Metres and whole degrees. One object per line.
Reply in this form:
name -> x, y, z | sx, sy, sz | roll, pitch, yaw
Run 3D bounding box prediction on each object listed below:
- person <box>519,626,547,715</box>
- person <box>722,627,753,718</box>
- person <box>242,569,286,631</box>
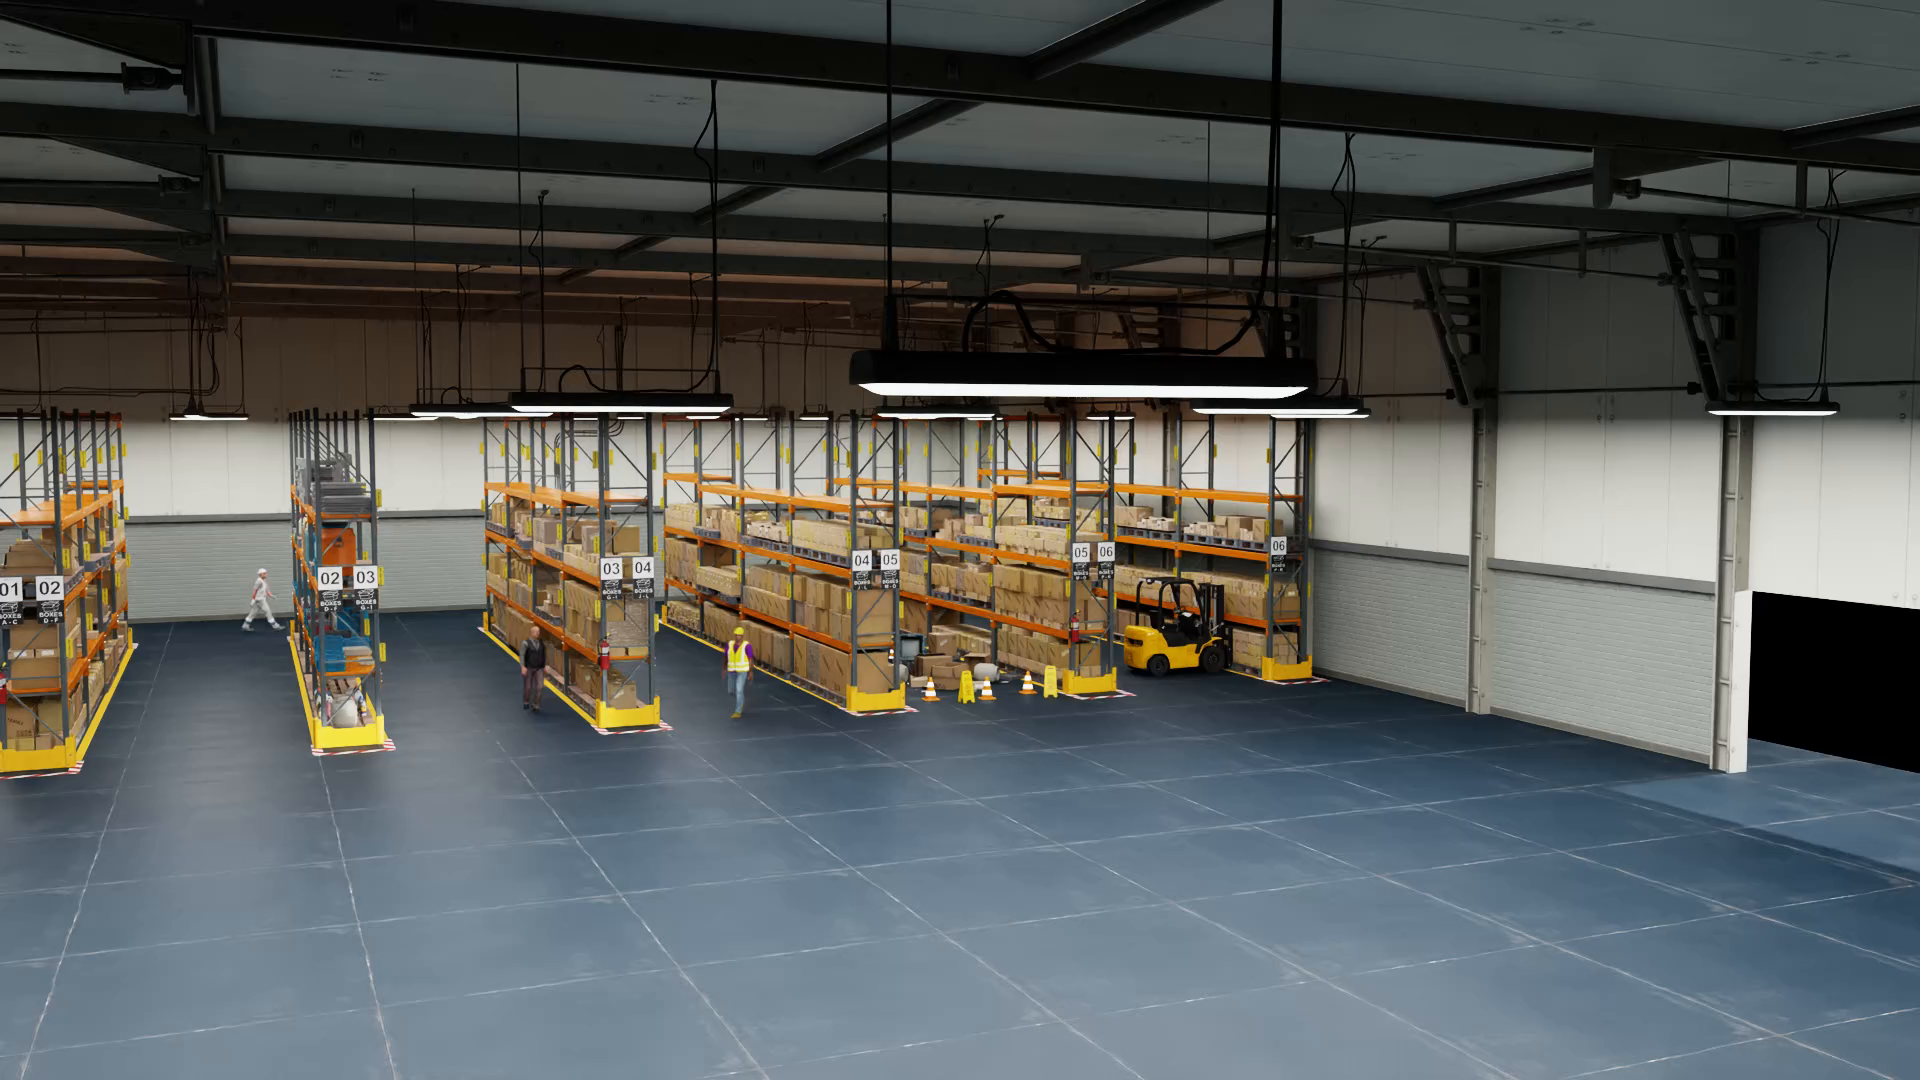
person -> -8.449, 2.587, 32.997 | 0.611, 1.742, 0.687 | -3, 5, -37
person -> -4.344, 2.566, 32.496 | 0.614, 1.746, 0.860 | 1, 4, 16
person -> -19.145, 1.638, 45.698 | 1.120, 1.714, 0.525 | -1, 4, -19
